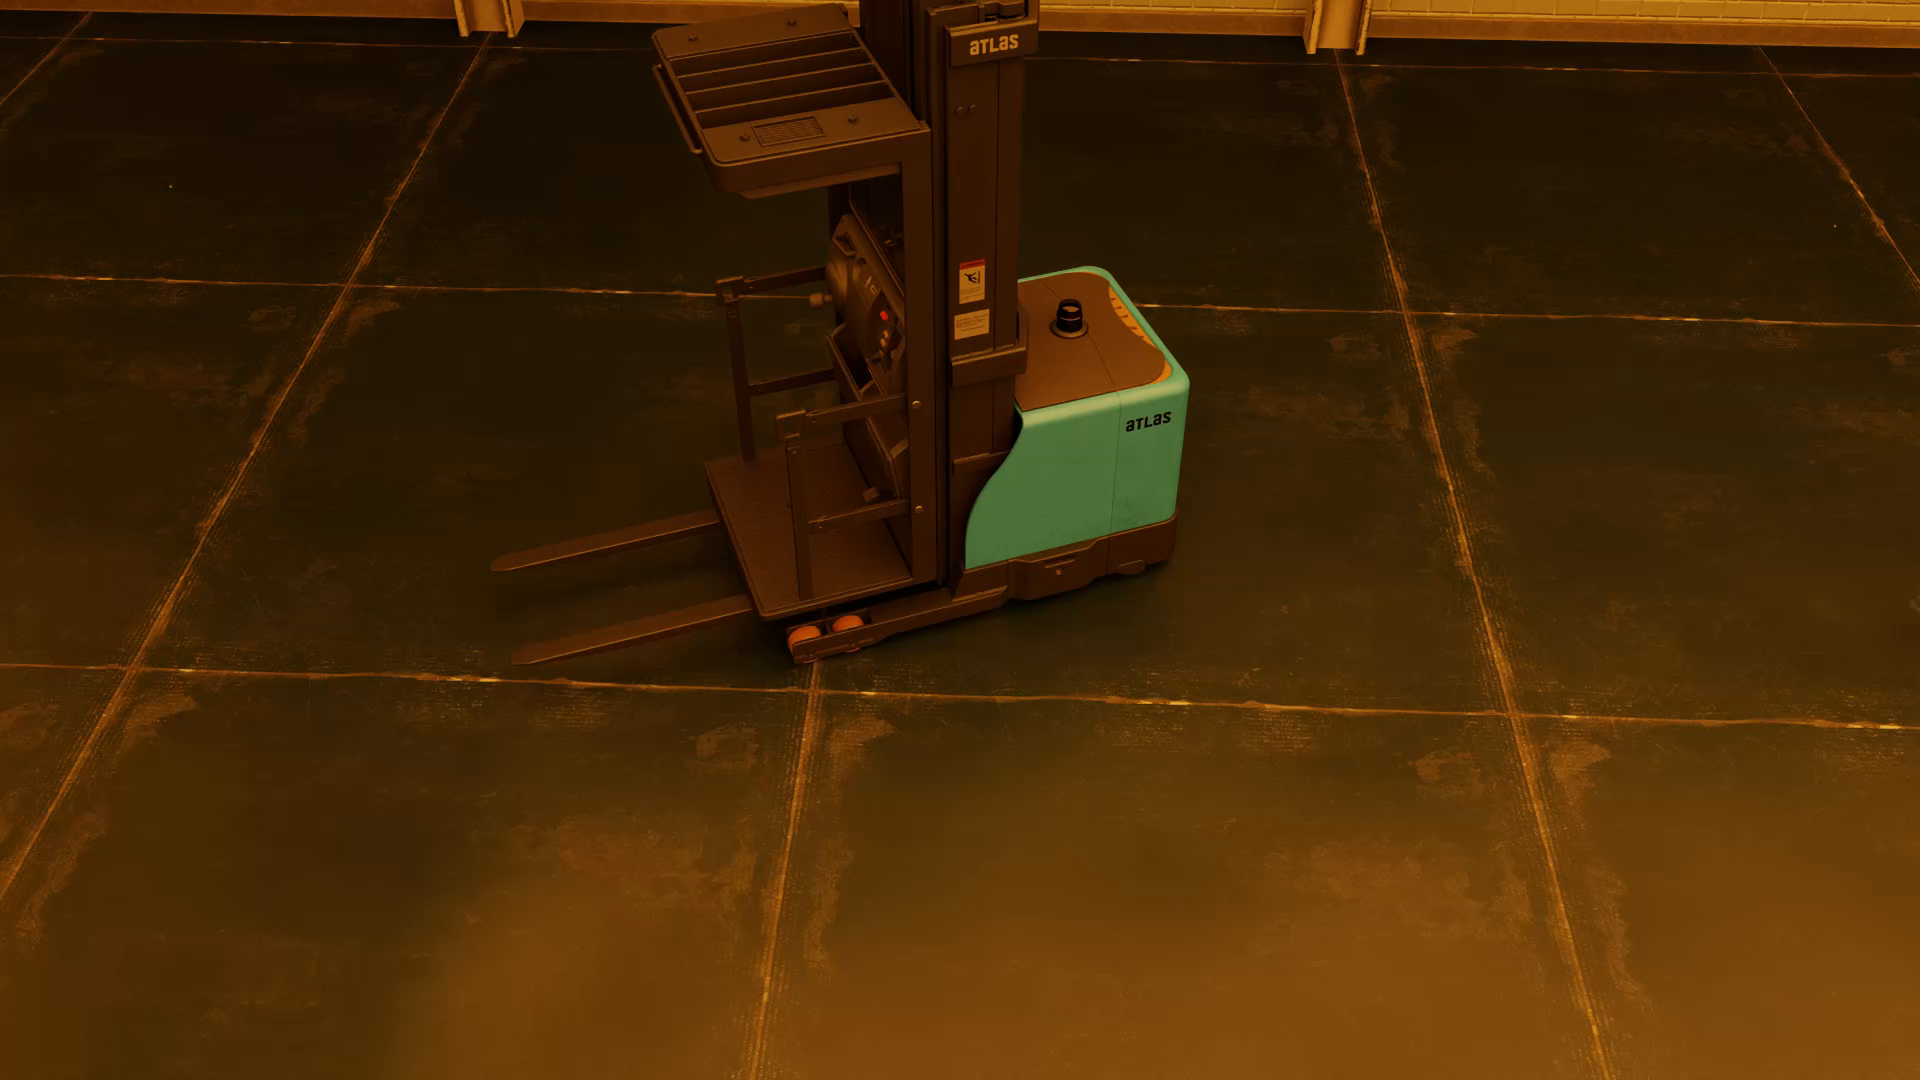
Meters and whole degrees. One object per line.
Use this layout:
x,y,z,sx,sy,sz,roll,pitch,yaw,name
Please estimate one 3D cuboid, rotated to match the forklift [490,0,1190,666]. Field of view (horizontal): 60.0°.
-0.573,-0.945,6.778,3.031,2.935,1.130,-13,44,-14,forklift
